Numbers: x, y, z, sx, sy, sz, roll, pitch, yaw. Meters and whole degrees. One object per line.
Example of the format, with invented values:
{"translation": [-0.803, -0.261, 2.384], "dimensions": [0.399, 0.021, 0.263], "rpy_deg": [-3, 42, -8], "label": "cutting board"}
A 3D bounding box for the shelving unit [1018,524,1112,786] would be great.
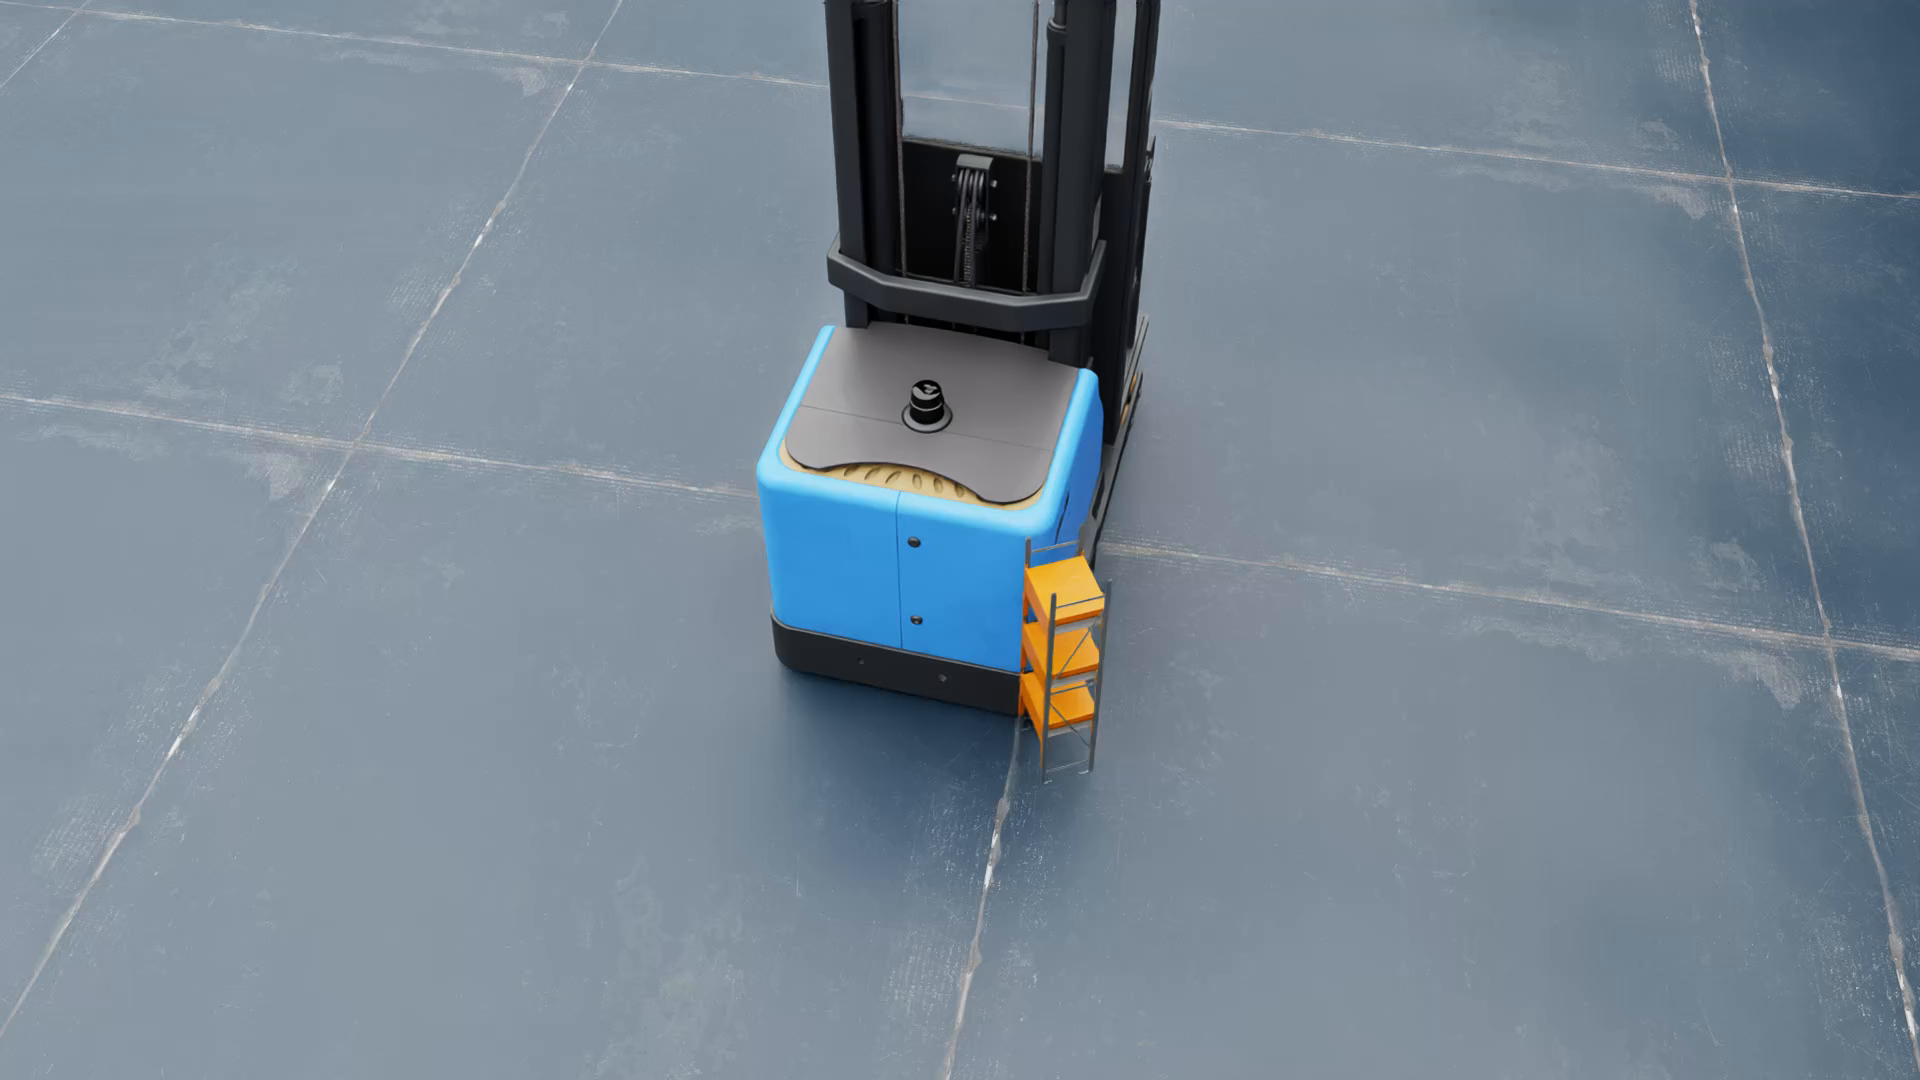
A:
{"translation": [0.344, 0.413, 5.644], "dimensions": [0.215, 1.050, 0.252], "rpy_deg": [-13, 49, -11], "label": "shelving unit"}

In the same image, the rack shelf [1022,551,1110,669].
{"translation": [0.343, 0.229, 5.442], "dimensions": [0.215, 0.259, 0.240], "rpy_deg": [-13, 49, -11], "label": "rack shelf"}

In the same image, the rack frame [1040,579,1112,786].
{"translation": [0.380, 0.499, 5.566], "dimensions": [0.200, 1.050, 0.008], "rpy_deg": [-13, 49, -11], "label": "rack frame"}

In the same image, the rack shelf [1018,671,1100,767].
{"translation": [0.345, 0.607, 5.858], "dimensions": [0.215, 0.259, 0.240], "rpy_deg": [-13, 49, -11], "label": "rack shelf"}

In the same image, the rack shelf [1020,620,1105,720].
{"translation": [0.344, 0.420, 5.652], "dimensions": [0.215, 0.259, 0.240], "rpy_deg": [-13, 49, -11], "label": "rack shelf"}

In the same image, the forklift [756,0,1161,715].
{"translation": [0.168, -1.463, 6.066], "dimensions": [1.130, 2.935, 3.031], "rpy_deg": [11, 49, 10], "label": "forklift"}

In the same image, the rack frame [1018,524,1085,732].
{"translation": [0.307, 0.327, 5.723], "dimensions": [0.200, 1.050, 0.008], "rpy_deg": [-13, 49, -11], "label": "rack frame"}
